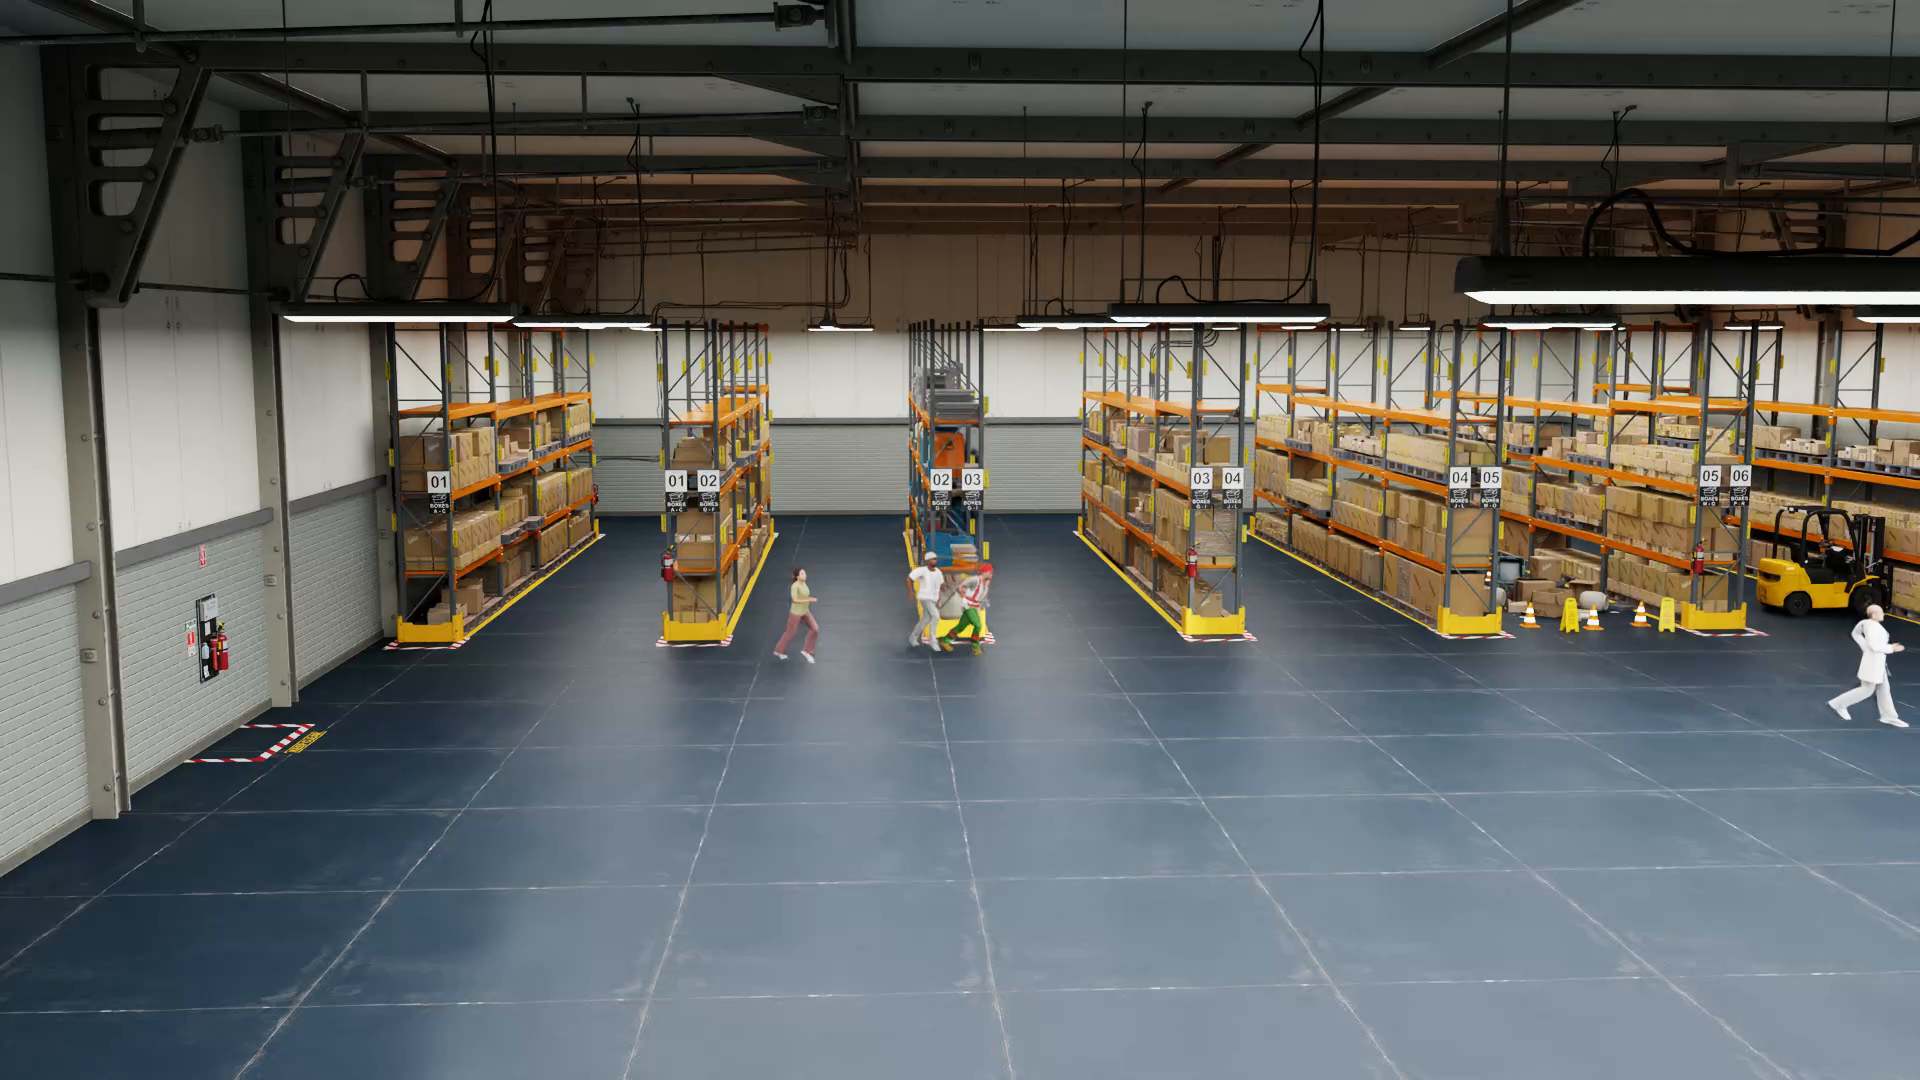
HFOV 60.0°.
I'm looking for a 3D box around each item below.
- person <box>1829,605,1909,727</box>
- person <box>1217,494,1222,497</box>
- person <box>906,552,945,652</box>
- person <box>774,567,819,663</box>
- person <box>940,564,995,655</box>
[{"bbox_3d":[13.316,1.829,24.288,1.049,1.781,0.710,4,8,27],"label":"person"},{"bbox_3d":[7.210,-0.829,46.567,0.581,1.613,0.541,0,7,2],"label":"person"},{"bbox_3d":[-0.532,1.102,30.356,0.798,1.755,0.714,6,9,38],"label":"person"},{"bbox_3d":[-2.843,1.312,29.093,0.857,1.696,0.581,4,8,27],"label":"person"},{"bbox_3d":[0.170,1.252,29.975,1.023,1.698,0.670,5,8,33],"label":"person"}]
